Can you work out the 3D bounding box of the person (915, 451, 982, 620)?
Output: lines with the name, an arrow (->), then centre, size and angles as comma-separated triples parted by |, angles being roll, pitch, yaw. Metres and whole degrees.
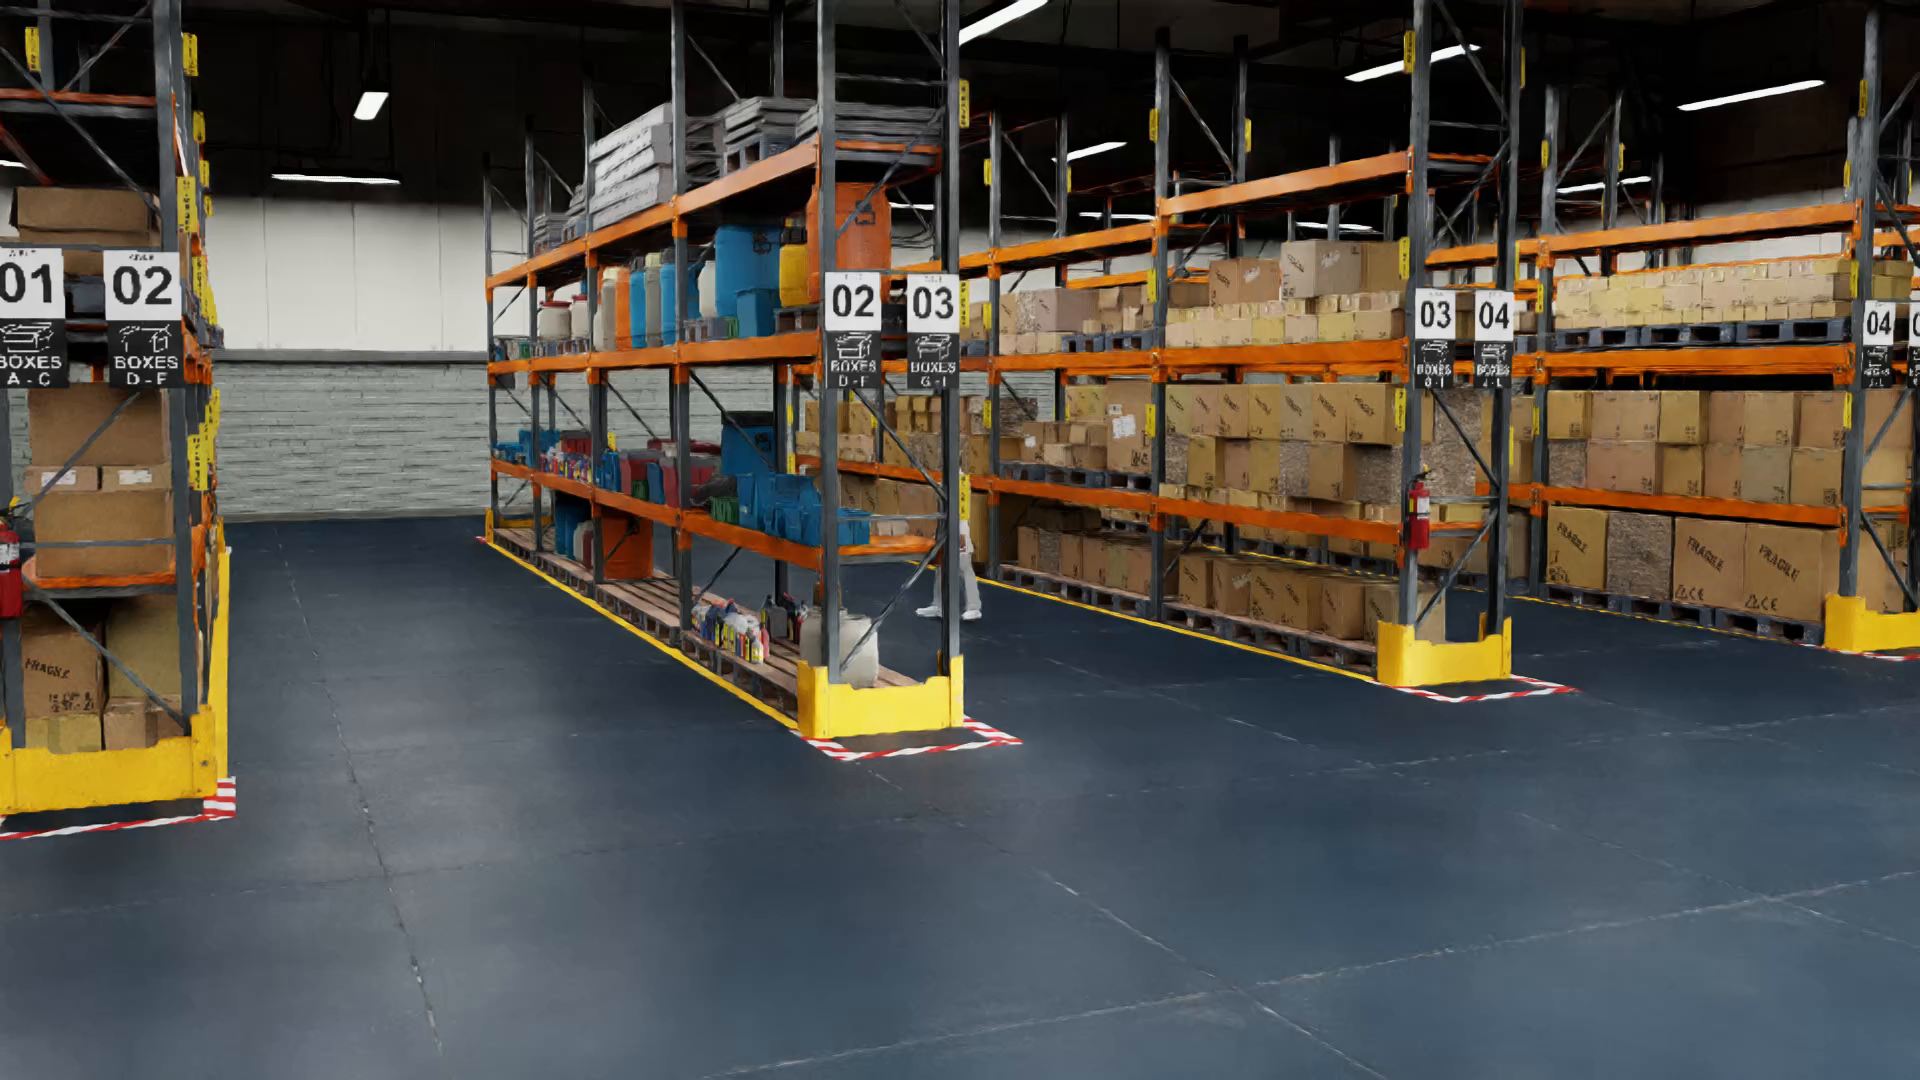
person -> -0.117, -0.074, 17.318 | 0.642, 1.776, 0.738 | -2, 6, -21
